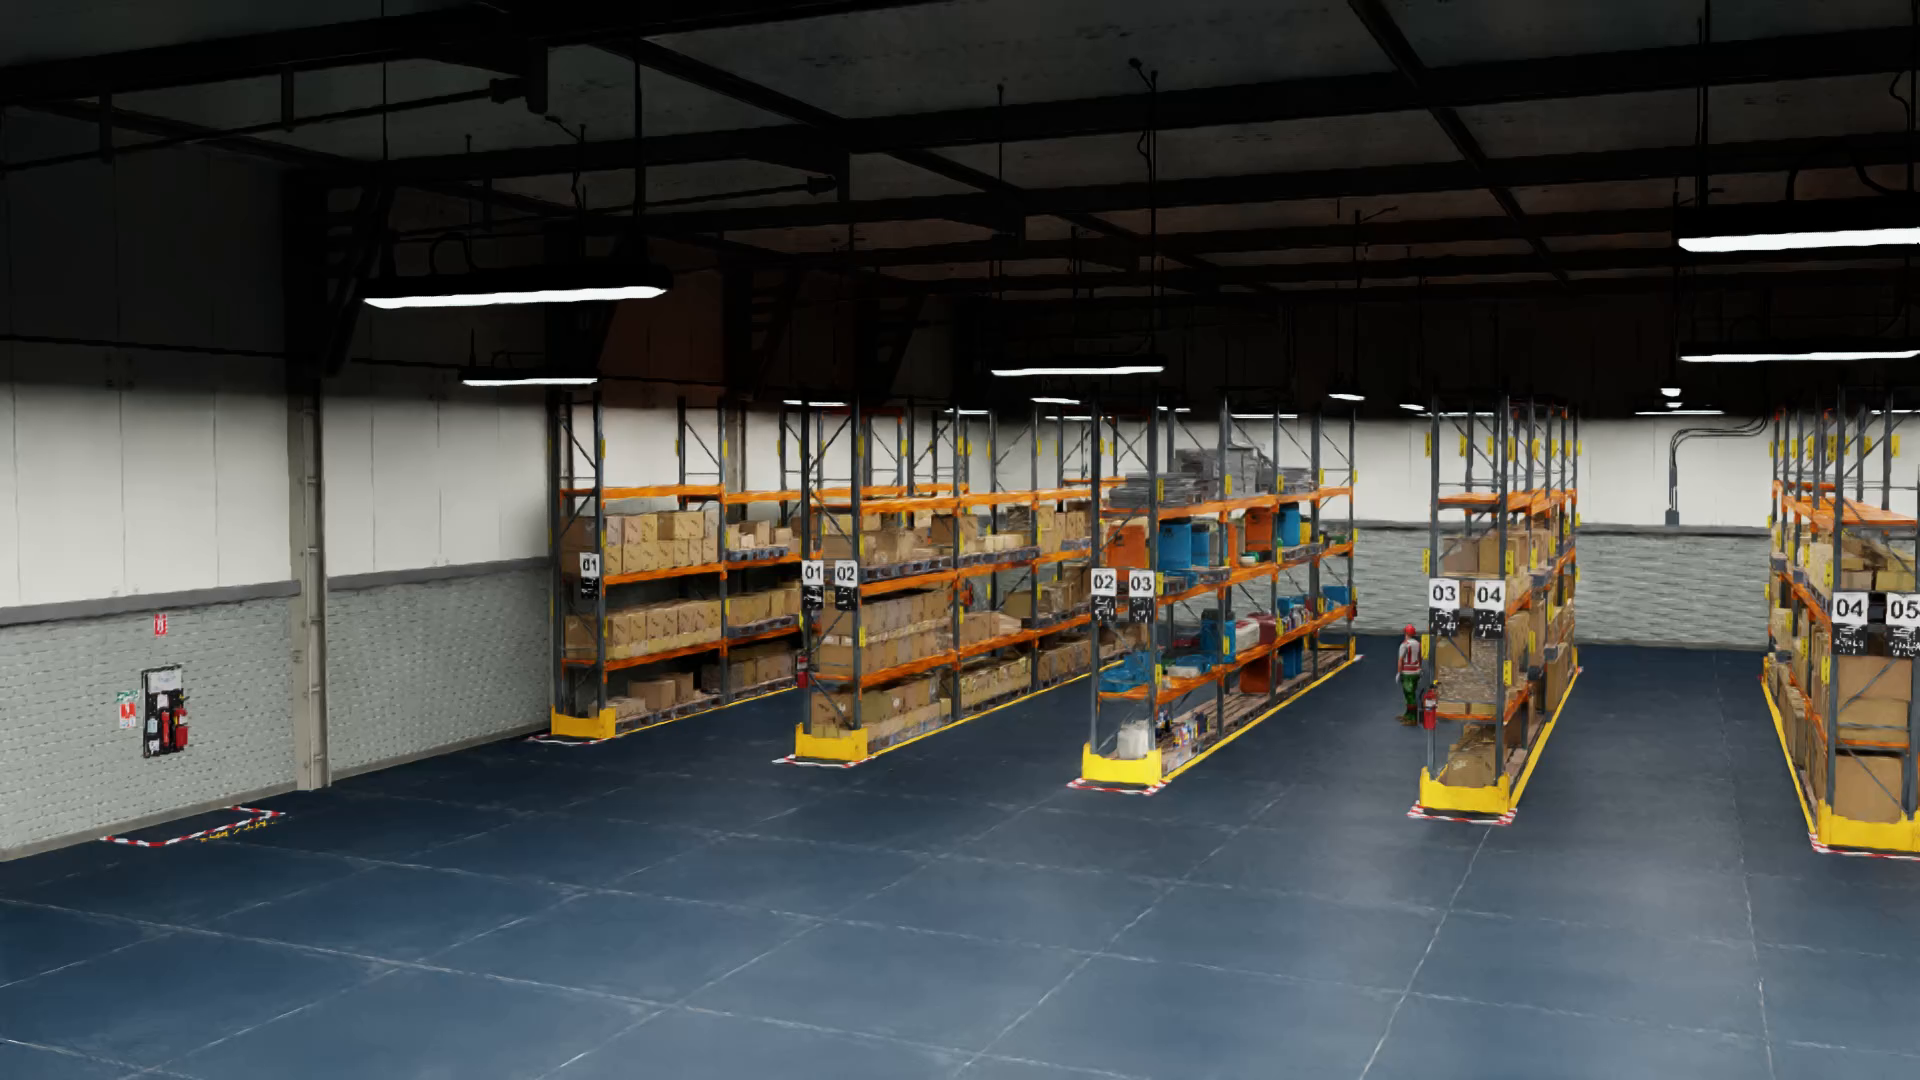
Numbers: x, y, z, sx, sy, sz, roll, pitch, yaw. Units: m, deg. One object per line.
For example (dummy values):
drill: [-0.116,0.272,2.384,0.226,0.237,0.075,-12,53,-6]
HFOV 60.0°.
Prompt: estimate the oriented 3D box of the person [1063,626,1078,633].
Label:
person: [2.860,1.809,42.529,0.473,1.671,0.551,1,3,25]

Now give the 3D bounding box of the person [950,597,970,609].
person: [0.029,1.632,44.703,0.775,1.772,0.576,-2,4,-30]

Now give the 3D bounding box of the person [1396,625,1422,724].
person: [8.158,2.424,30.269,0.664,1.785,0.581,-3,4,-42]
